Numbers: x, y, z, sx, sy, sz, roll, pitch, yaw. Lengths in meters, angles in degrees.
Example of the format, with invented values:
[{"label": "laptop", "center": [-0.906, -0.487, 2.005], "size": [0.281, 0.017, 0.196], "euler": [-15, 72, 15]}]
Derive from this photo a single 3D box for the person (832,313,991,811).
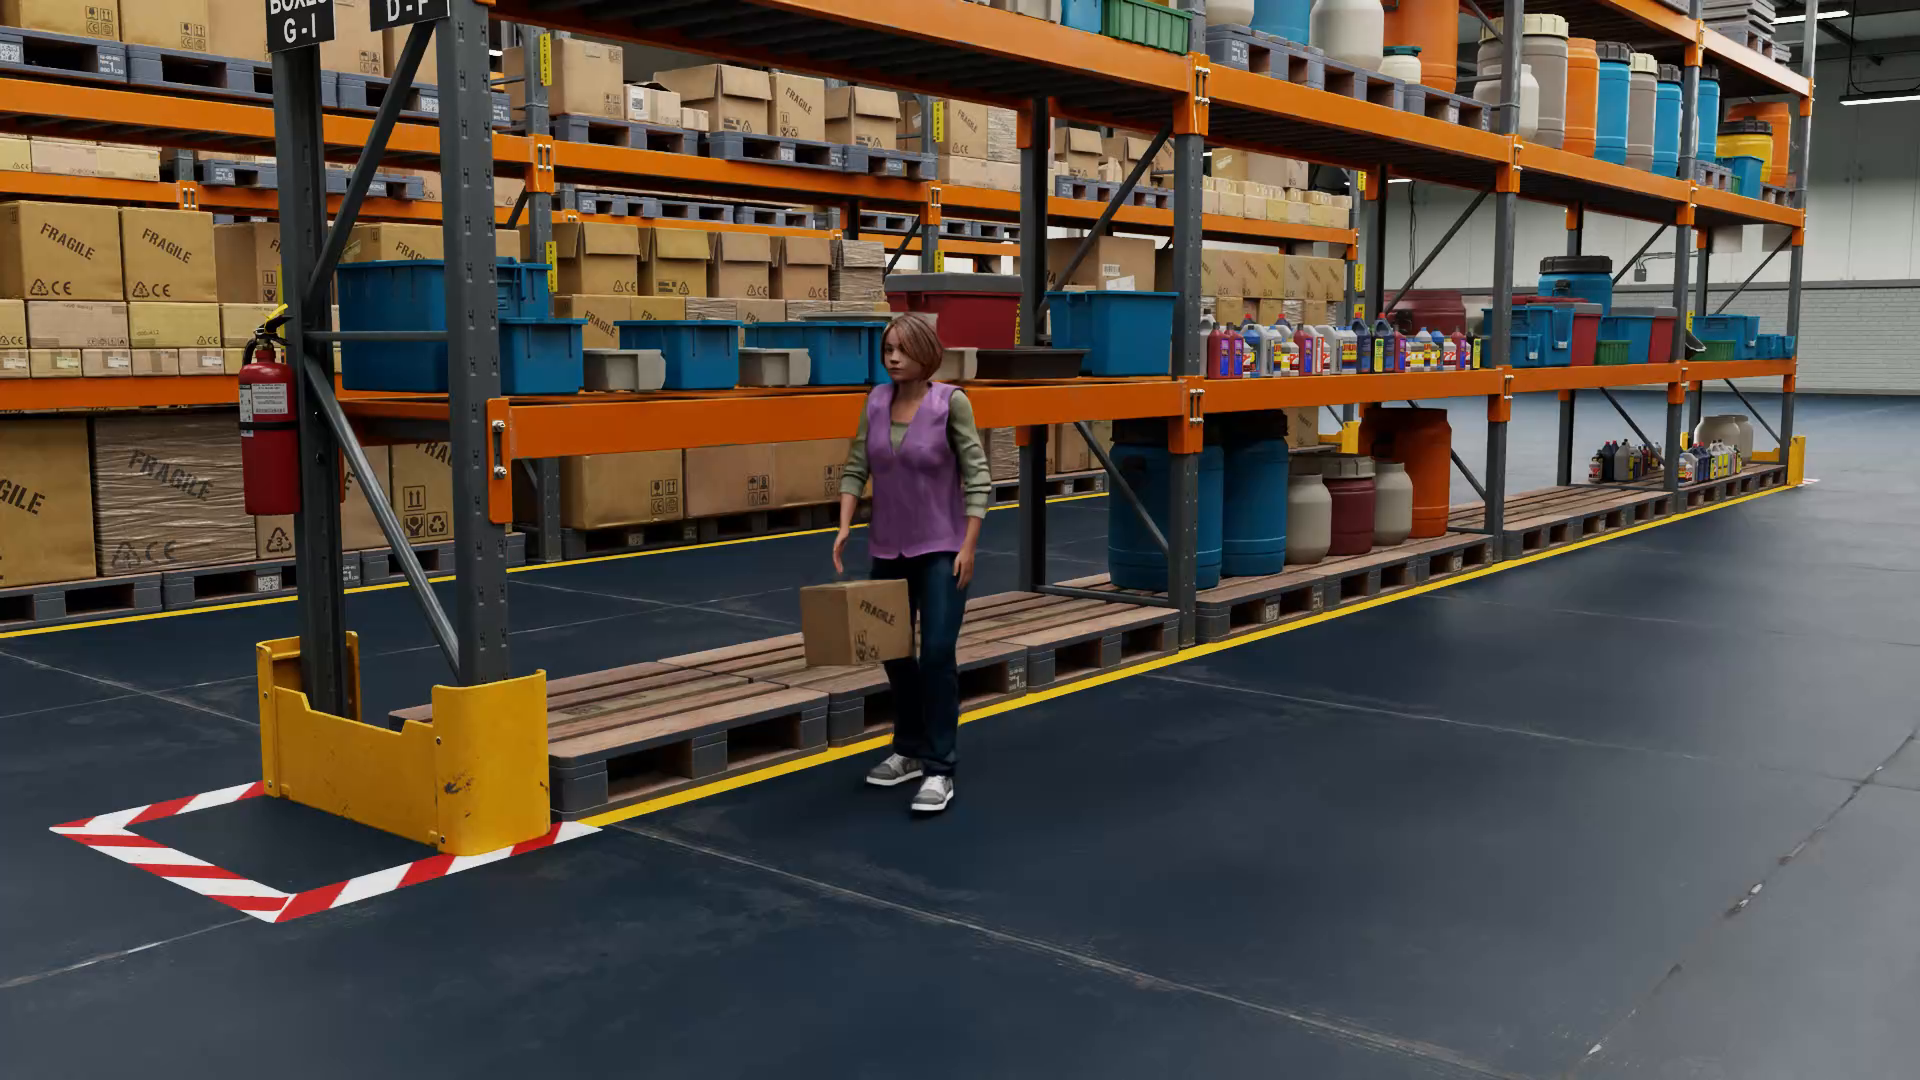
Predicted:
[{"label": "person", "center": [-0.155, 0.059, 5.430], "size": [0.509, 1.586, 0.535], "euler": [4, 8, 27]}]
